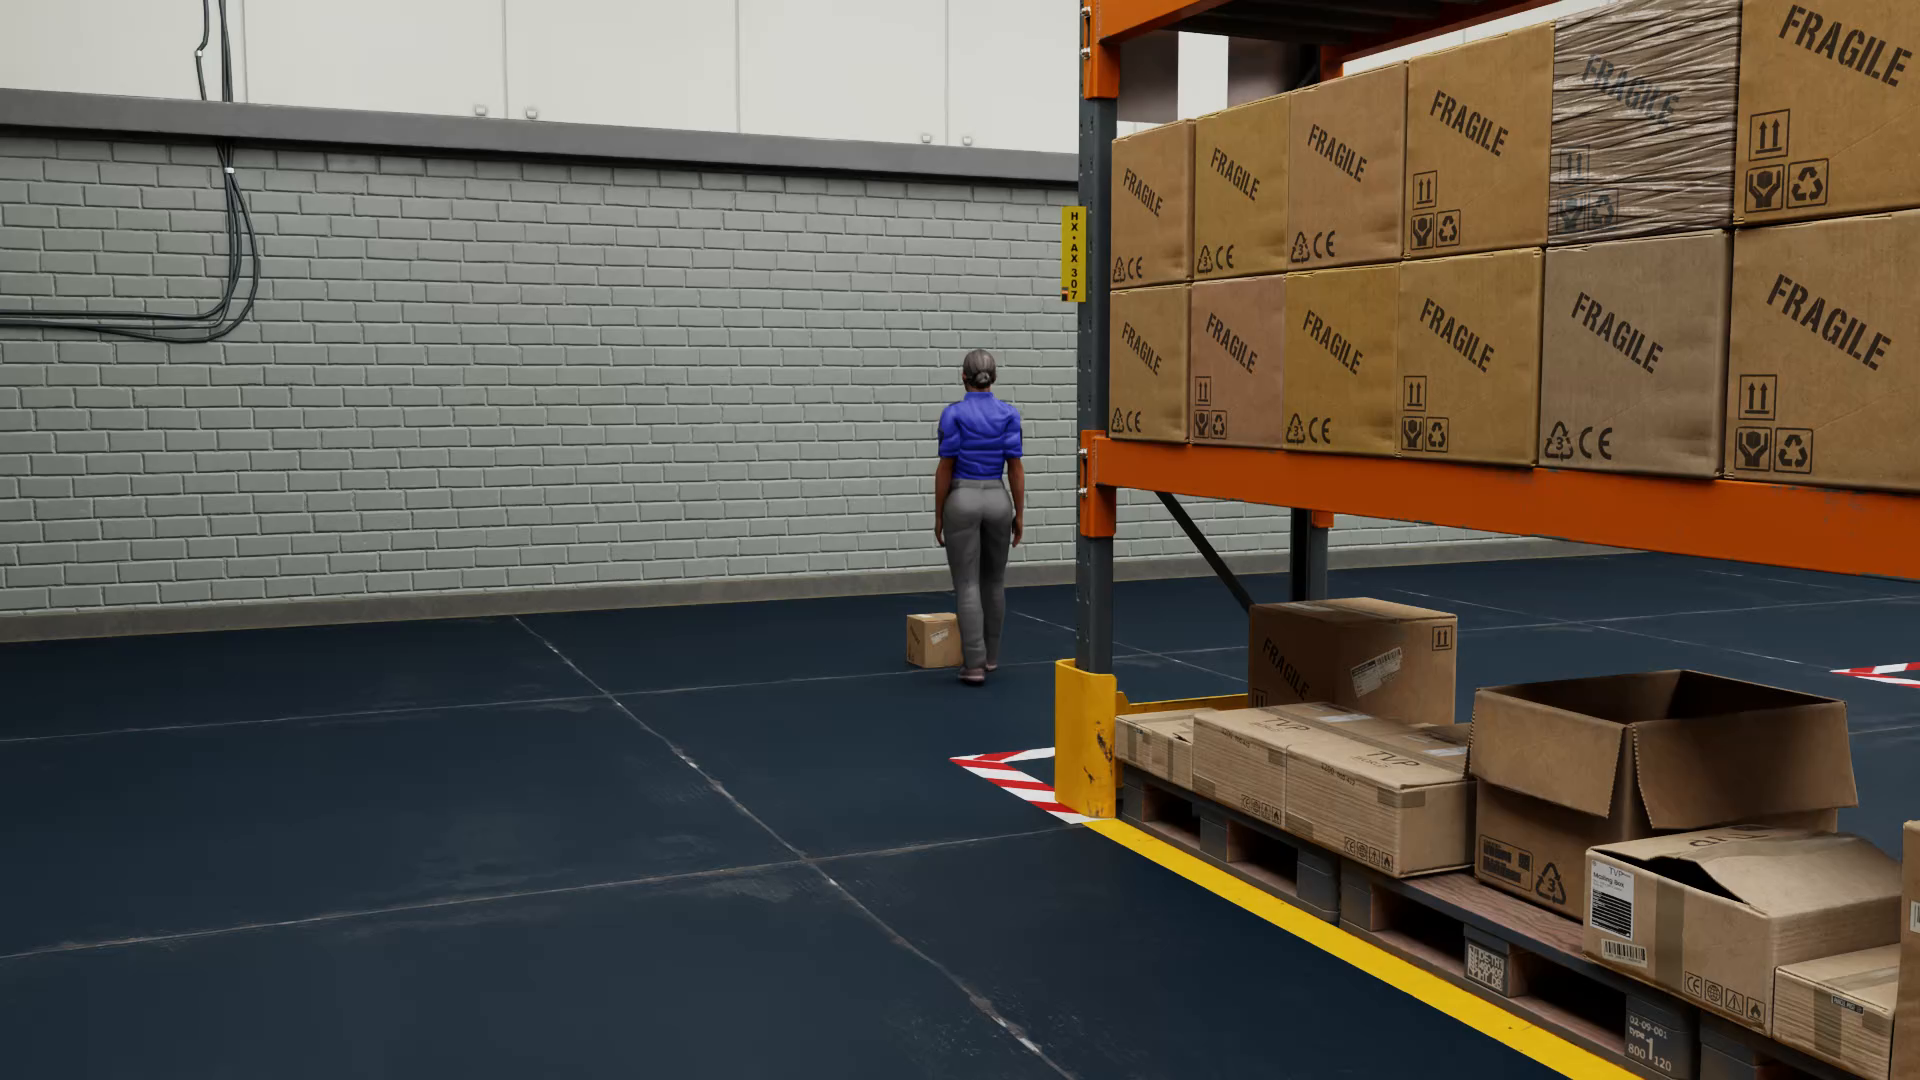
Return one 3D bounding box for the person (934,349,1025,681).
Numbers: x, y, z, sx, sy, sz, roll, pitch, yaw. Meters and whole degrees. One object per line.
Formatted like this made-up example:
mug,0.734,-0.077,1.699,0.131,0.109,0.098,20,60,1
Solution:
person,0.062,-0.135,8.386,0.450,1.646,0.672,-2,6,-17
